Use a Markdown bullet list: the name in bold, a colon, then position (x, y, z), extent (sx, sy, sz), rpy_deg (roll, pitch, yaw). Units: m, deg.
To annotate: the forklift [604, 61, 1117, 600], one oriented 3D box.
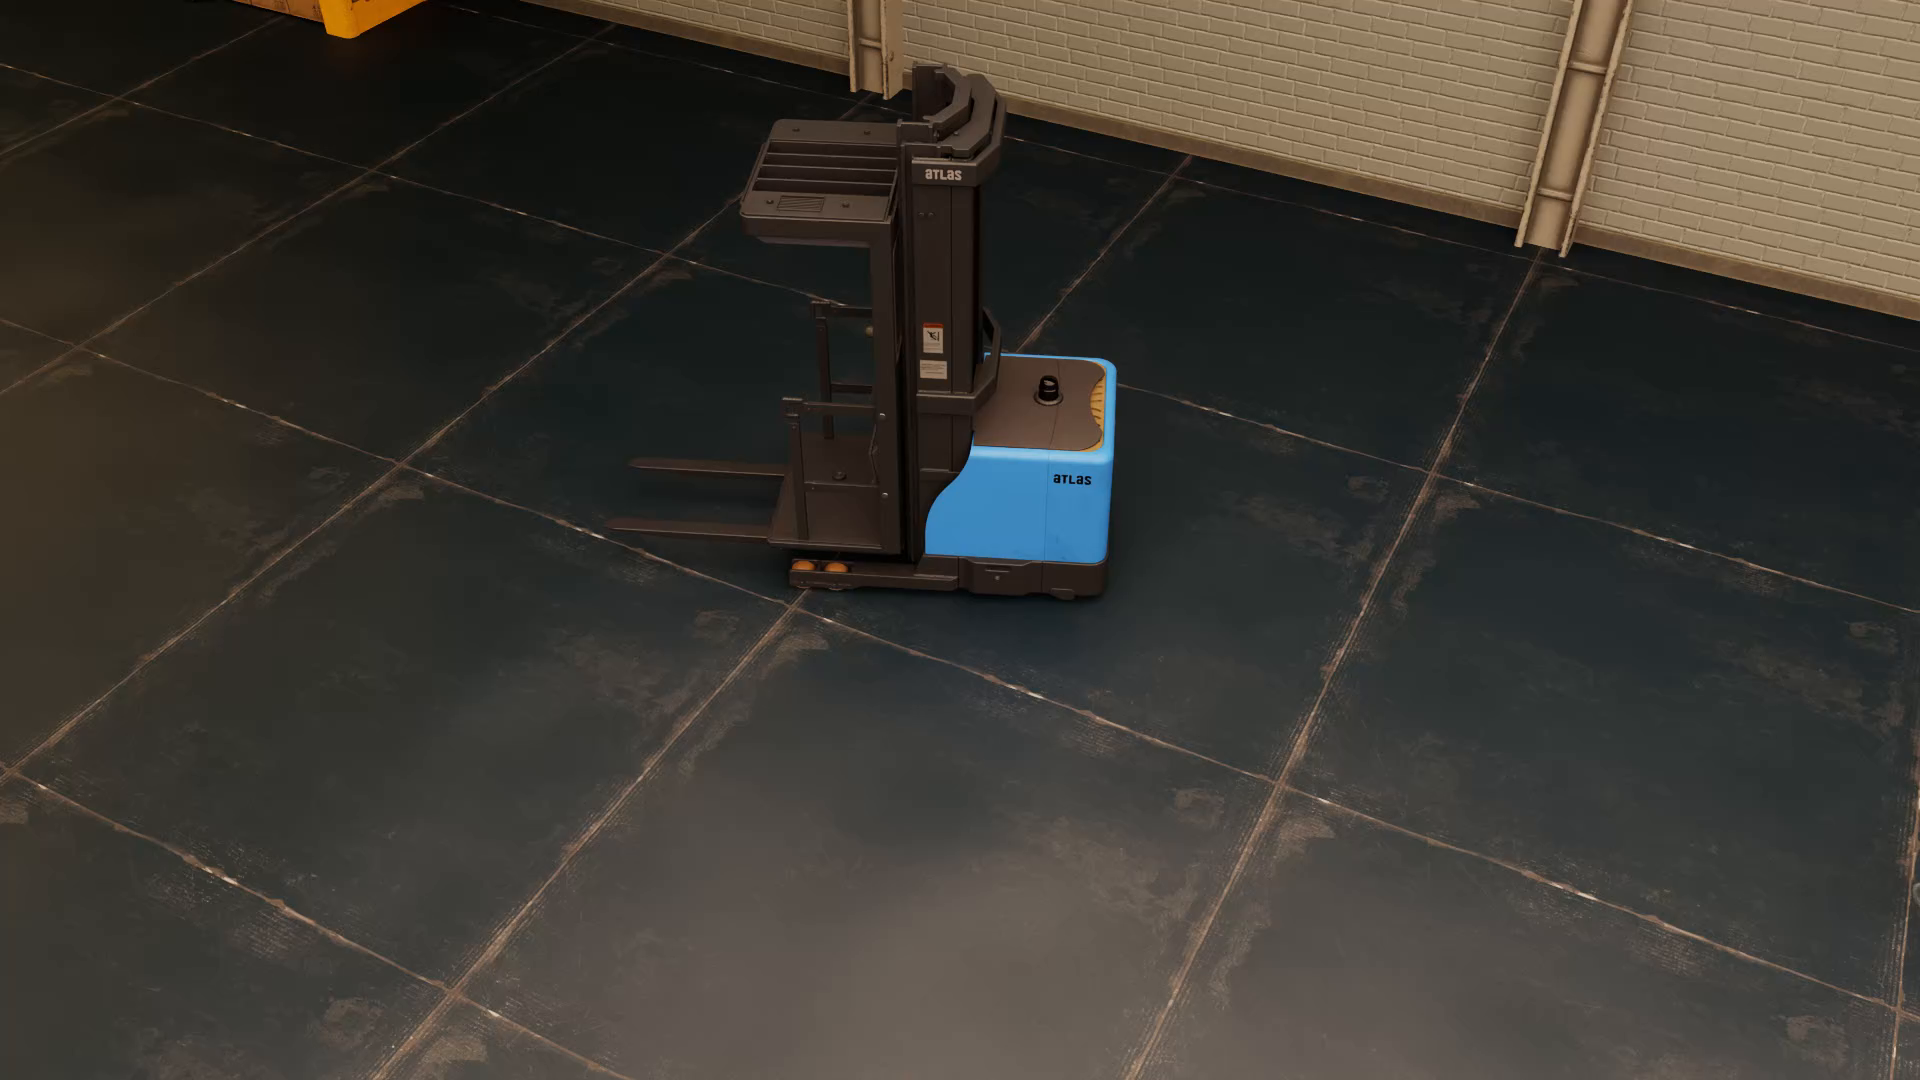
- **forklift**: position (-0.606, -1.157, 9.360), extent (3.031, 2.935, 1.130), rpy_deg (3, 40, 4)
